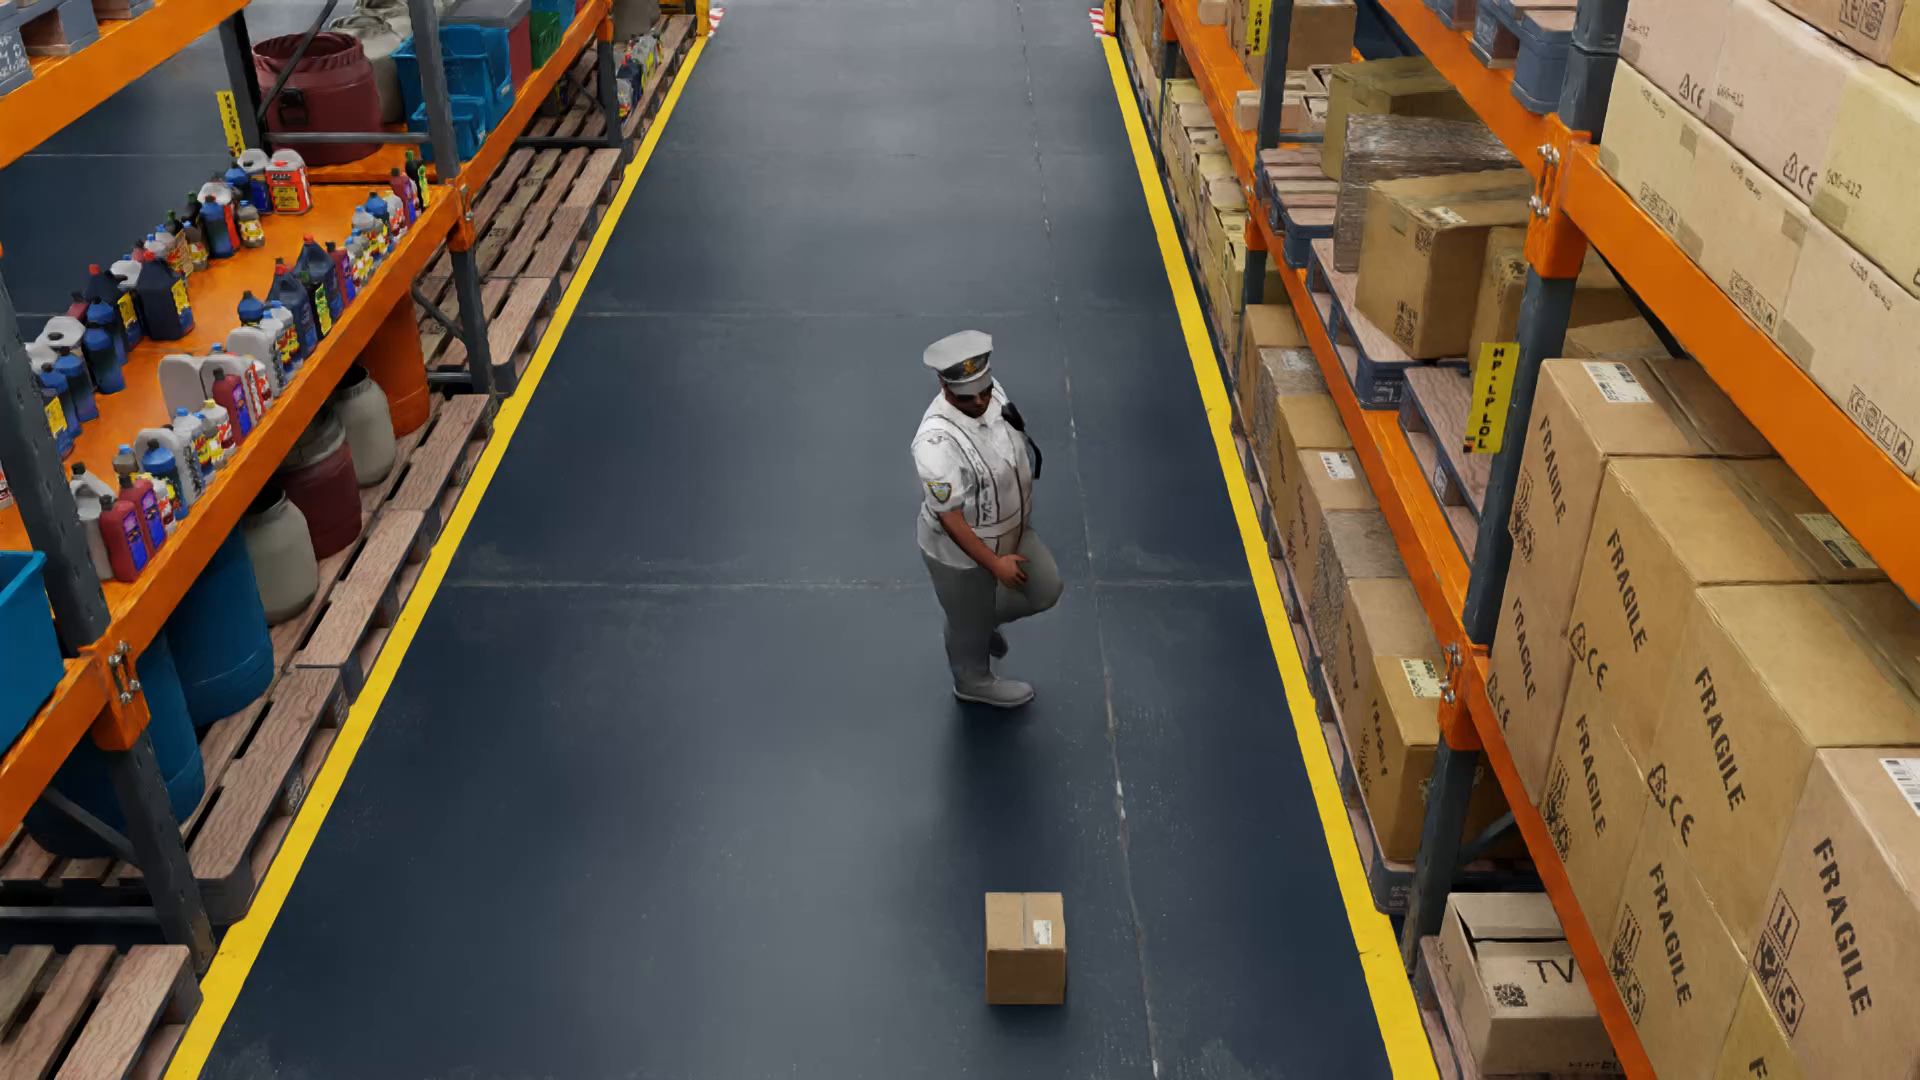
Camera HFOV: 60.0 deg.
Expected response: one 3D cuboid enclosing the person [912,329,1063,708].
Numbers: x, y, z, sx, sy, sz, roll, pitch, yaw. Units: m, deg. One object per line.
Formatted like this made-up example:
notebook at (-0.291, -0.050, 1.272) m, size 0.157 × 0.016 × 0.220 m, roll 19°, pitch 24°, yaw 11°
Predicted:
person at (0.104, -0.038, 6.192) m, size 0.487 × 1.709 × 0.752 m, roll 14°, pitch 34°, yaw 22°
